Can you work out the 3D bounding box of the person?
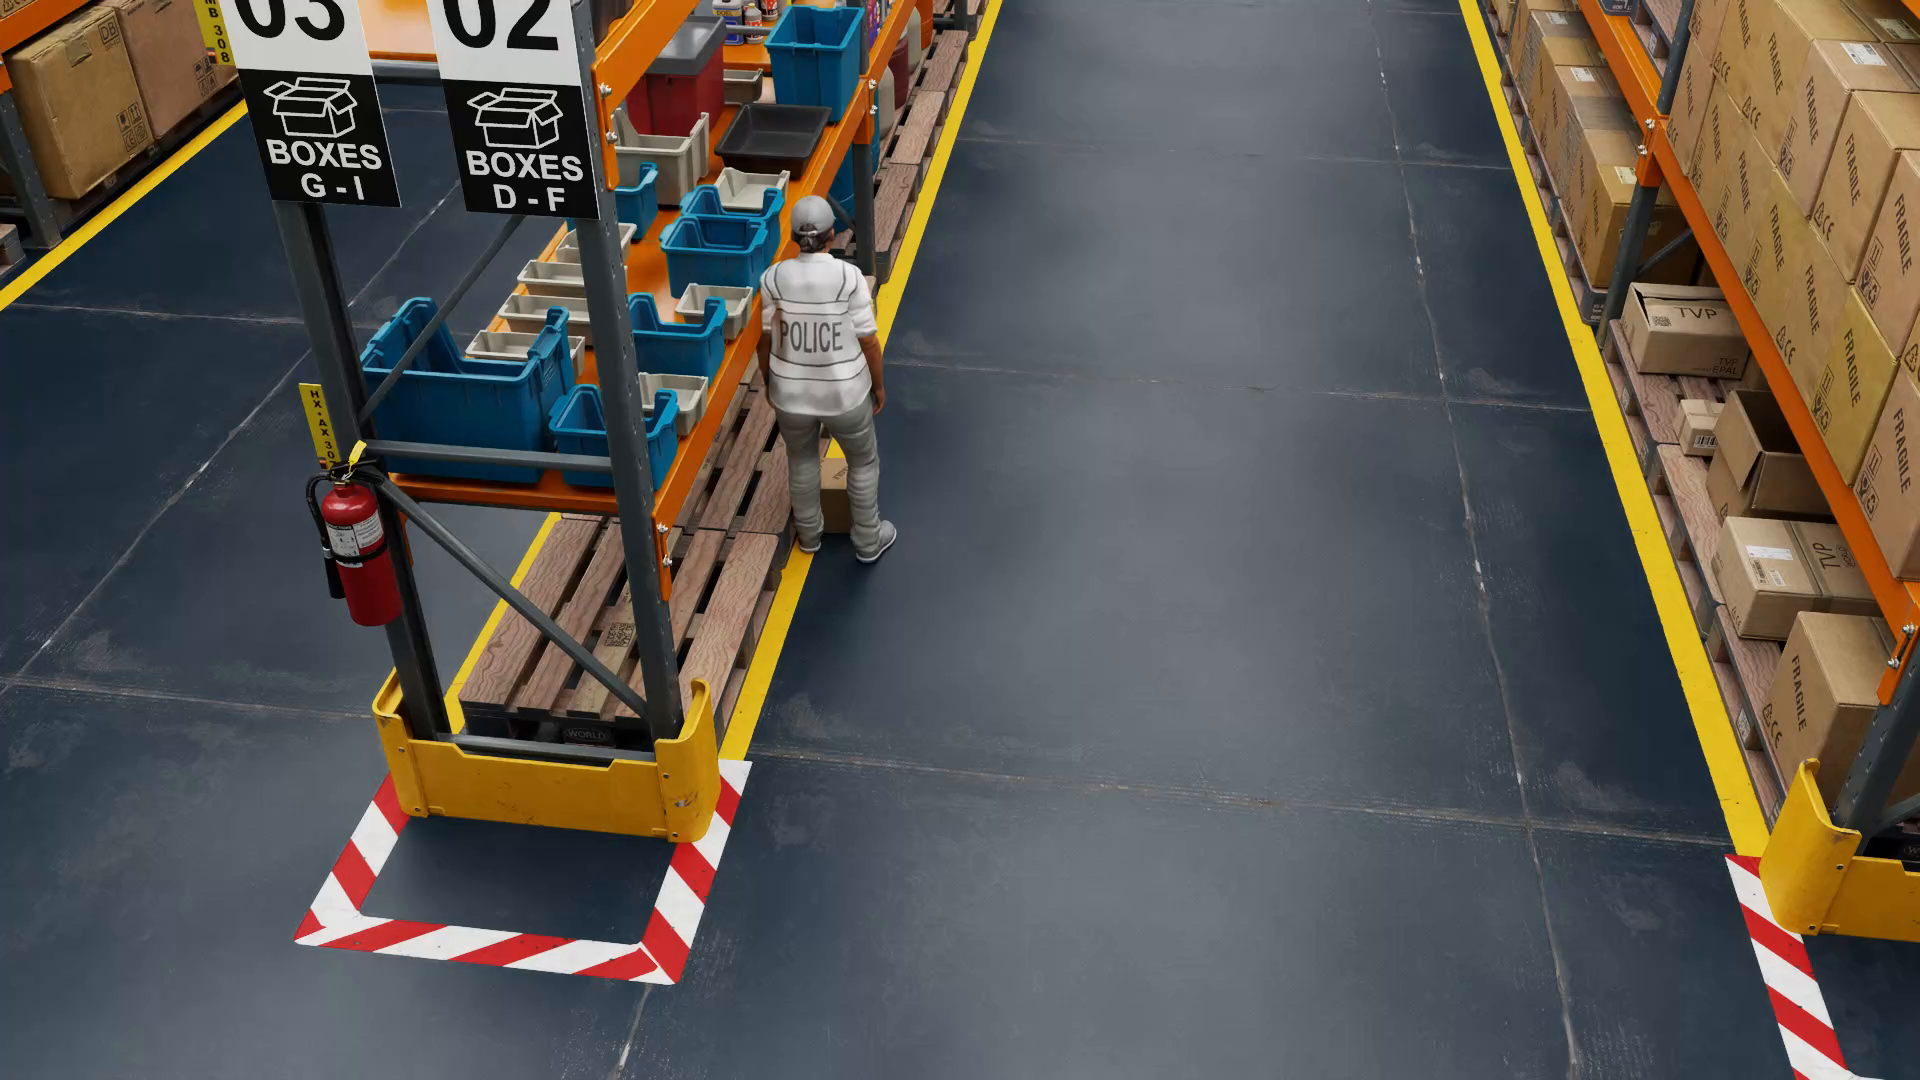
[{"bbox_3d":[-0.568,-0.645,7.019,0.543,1.666,0.470,4,37,5],"label":"person"}]
